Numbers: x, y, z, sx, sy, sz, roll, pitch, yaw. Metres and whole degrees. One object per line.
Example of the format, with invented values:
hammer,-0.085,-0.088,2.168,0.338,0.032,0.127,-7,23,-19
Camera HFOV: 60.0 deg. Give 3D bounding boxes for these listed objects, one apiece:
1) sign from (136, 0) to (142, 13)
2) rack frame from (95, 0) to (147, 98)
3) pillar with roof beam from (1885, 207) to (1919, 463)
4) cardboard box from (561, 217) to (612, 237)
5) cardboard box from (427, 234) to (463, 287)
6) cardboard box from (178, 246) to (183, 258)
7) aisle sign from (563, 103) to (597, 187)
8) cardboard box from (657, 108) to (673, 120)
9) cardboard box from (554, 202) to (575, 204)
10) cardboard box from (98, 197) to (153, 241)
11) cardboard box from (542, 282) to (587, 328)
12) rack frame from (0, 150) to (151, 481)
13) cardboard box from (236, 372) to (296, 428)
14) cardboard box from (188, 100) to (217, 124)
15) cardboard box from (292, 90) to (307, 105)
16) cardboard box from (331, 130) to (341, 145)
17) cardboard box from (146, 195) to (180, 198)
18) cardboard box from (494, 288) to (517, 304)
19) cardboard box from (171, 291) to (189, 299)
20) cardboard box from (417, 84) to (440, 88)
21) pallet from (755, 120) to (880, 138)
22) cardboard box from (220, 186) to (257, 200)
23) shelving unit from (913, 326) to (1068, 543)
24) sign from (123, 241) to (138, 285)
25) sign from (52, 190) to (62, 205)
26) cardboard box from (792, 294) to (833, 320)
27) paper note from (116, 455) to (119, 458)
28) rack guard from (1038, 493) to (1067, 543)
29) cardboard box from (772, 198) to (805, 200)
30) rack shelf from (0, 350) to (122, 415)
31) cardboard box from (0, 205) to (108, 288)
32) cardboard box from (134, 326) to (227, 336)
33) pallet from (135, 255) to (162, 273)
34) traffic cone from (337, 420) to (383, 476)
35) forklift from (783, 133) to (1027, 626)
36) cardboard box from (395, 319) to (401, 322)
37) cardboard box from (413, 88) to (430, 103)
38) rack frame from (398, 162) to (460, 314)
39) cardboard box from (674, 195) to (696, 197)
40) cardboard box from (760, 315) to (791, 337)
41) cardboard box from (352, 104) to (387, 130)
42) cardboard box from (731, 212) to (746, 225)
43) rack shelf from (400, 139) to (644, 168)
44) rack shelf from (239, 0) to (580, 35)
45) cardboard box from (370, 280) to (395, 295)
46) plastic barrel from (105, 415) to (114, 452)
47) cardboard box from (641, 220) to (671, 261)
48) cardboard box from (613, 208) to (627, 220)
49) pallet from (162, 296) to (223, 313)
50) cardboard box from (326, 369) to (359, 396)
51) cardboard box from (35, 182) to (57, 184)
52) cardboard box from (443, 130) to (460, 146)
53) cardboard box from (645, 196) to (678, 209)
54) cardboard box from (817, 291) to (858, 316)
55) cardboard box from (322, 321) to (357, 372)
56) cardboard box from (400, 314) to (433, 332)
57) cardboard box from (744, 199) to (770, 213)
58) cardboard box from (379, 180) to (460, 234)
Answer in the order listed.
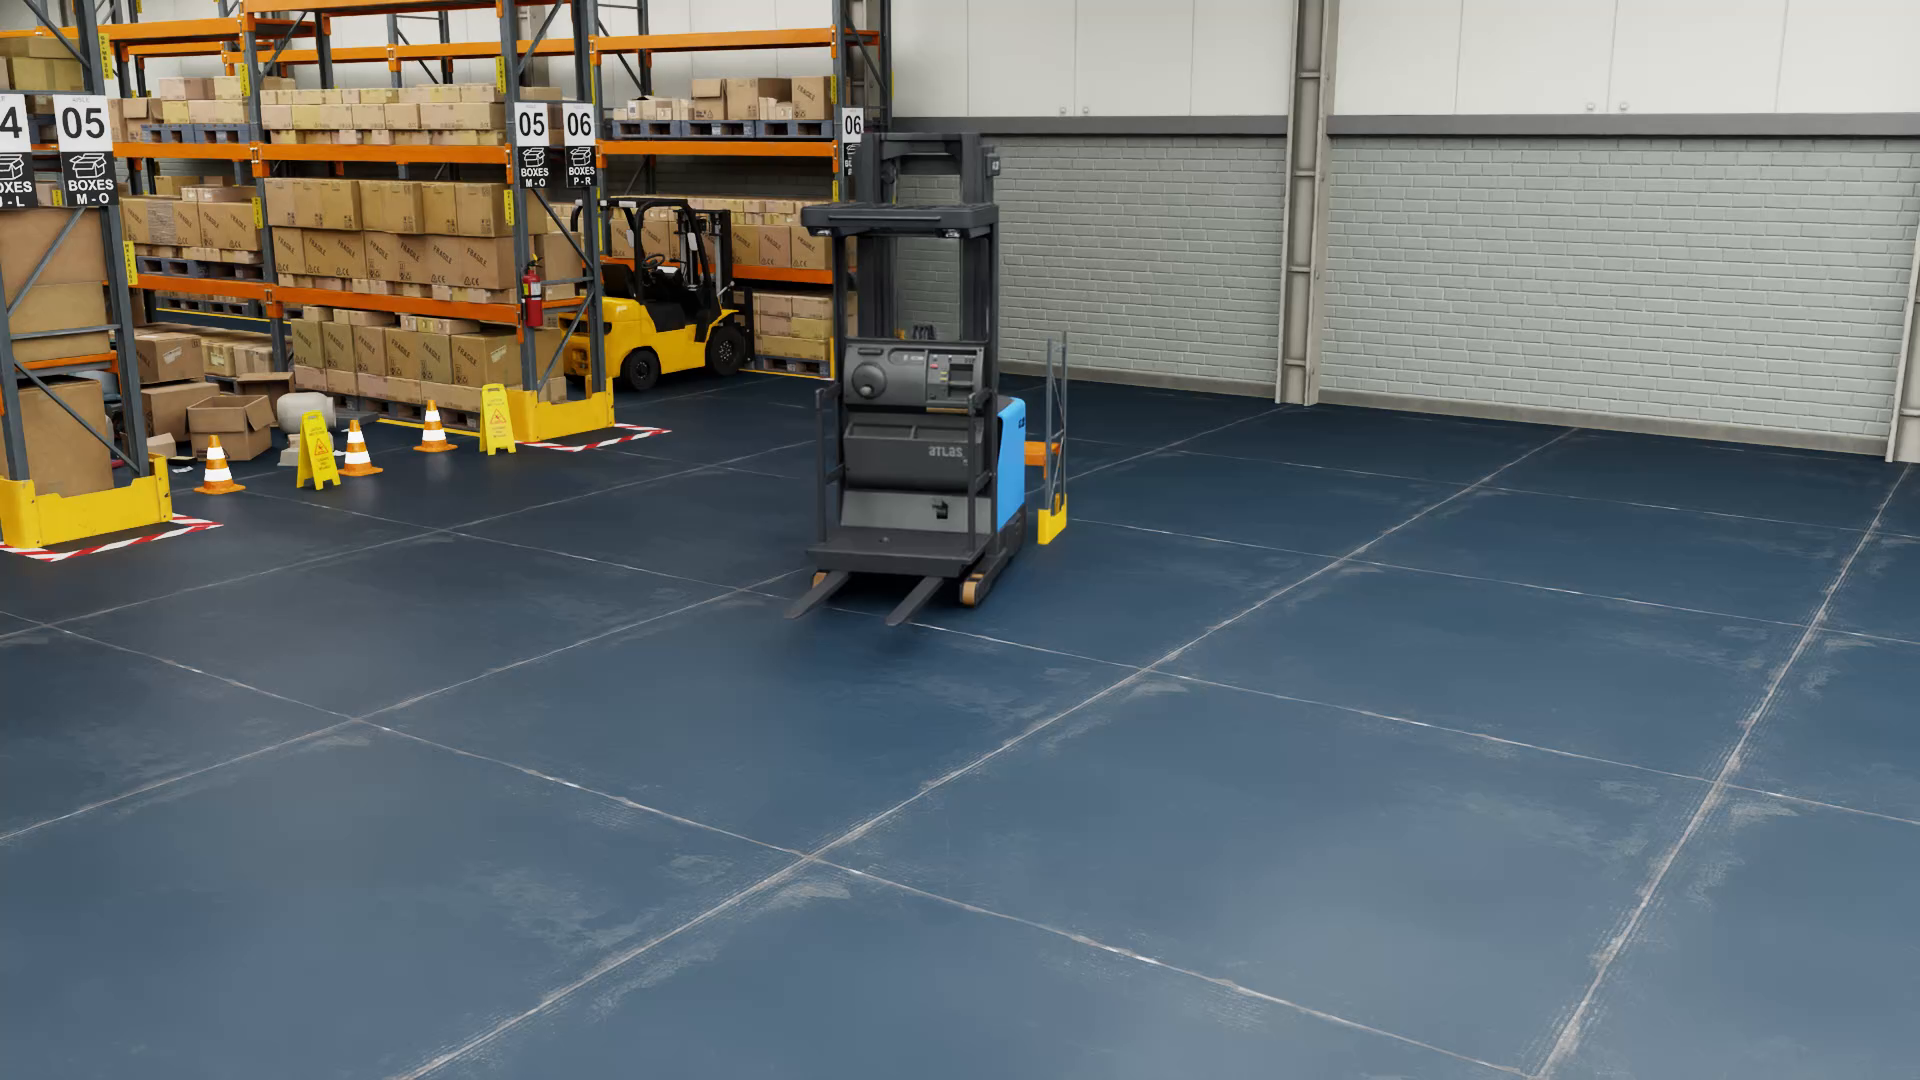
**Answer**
sign,-14.105,-9.214,28.543,0.005,0.325,0.100,9,17,33
rack frame,-14.432,-8.576,28.238,0.127,3.000,1.000,9,17,33
pillar with roof beam,6.324,-4.235,10.705,0.400,9.000,9.100,9,17,33
cardboard box,-5.025,-4.239,22.476,0.500,0.250,0.500,9,16,32
cardboard box,-4.940,-2.806,16.590,0.500,0.500,0.500,9,17,33
cardboard box,-8.823,-3.355,19.284,0.250,0.149,0.380,9,16,31
aisle sign,-3.698,-3.843,16.195,0.004,0.787,0.394,9,17,33
cardboard box,-3.634,-5.417,21.161,0.250,0.149,0.380,10,17,34
cardboard box,-5.463,-4.656,23.332,0.250,0.149,0.380,9,17,33
cardboard box,-9.880,-3.822,19.820,0.500,0.500,0.500,10,17,36
cardboard box,-5.554,-3.279,23.393,0.625,0.625,0.875,9,17,32
rack frame,-6.602,-1.527,12.249,0.127,3.000,1.000,9,17,33
cardboard box,-7.112,-1.437,17.082,0.500,0.500,0.500,-4,14,-16
cardboard box,-8.224,-4.769,18.543,0.500,0.250,0.500,9,17,33
cardboard box,-6.717,-4.612,17.331,0.250,0.149,0.380,9,16,31
cardboard box,-6.266,-4.170,17.208,0.250,0.149,0.380,9,16,31
cardboard box,-9.593,-3.924,20.233,0.500,0.500,0.500,9,16,32
cardboard box,-4.352,-2.413,16.352,0.250,0.149,0.380,10,17,35
cardboard box,-12.907,-4.340,27.940,0.500,0.500,0.500,10,17,34
cardboard box,-7.329,-6.202,23.601,0.500,0.500,0.500,9,17,33
pallet,-1.728,-5.031,20.345,1.213,0.211,1.003,9,17,33
cardboard box,-8.394,-4.034,19.327,0.250,0.149,0.380,10,17,36
shelving unit,0.218,-0.807,12.463,1.083,1.500,0.587,4,15,17
sign,-6.287,-2.096,12.580,0.005,0.325,0.100,9,17,33
sign,-10.868,-4.051,20.037,0.005,0.325,0.100,9,17,33
cardboard box,-1.712,-2.872,20.449,0.500,0.250,0.500,10,17,35
paper note,-7.772,-0.801,15.512,0.172,0.023,0.155,-10,17,-35
rack guard,0.694,-0.165,12.471,0.087,0.250,0.587,4,15,17
cardboard box,-2.170,-4.254,21.089,0.250,0.149,0.380,10,17,35
rack shelf,-8.261,-1.446,13.419,4.000,0.370,1.077,9,17,33
cardboard box,-6.888,-2.181,12.334,0.550,0.550,0.875,9,17,33
cardboard box,-9.481,-2.354,20.183,0.625,0.372,0.950,9,16,32
pallet,-9.910,-3.433,20.348,1.003,0.211,1.213,9,17,33
traffic cone,-5.337,-0.830,14.712,0.334,0.463,0.336,9,17,33
forklift,-0.348,-1.096,10.649,1.130,2.935,3.031,3,14,13
cardboard box,-5.754,-2.135,17.994,0.500,0.500,0.500,10,17,36
cardboard box,-5.163,-4.387,16.422,0.250,0.149,0.380,9,17,33
rack frame,-7.794,-4.591,24.625,0.127,3.000,1.000,9,17,33
cardboard box,-3.629,-4.505,22.101,0.250,0.149,0.380,9,17,32
cardboard box,-2.144,-2.702,20.803,0.500,0.250,0.500,9,17,32
cardboard box,-5.768,-4.274,16.796,0.500,0.250,0.500,9,17,33
cardboard box,-2.678,-4.039,20.839,0.250,0.149,0.380,9,17,33
rack shelf,-6.134,-5.429,23.268,4.000,0.370,1.077,9,17,33
rack shelf,-5.582,-5.357,16.741,4.000,0.370,1.077,9,17,33
cardboard box,-5.879,-2.634,17.245,0.250,0.149,0.380,9,17,33
plastic barrel,-8.123,-0.967,15.347,0.512,0.421,0.421,-4,14,-16
cardboard box,-3.811,-3.925,21.727,0.500,0.500,0.500,10,17,34
cardboard box,-4.357,-4.322,21.984,0.250,0.149,0.380,9,16,32
pallet,-12.699,-4.029,28.160,1.213,0.211,1.003,9,17,33
cardboard box,-6.454,-1.731,17.921,0.500,0.250,0.500,10,17,36
cardboard box,-11.566,-4.219,20.834,0.500,0.500,0.500,10,17,34
cardboard box,-4.801,-3.923,16.209,0.250,0.149,0.380,10,17,34
cardboard box,-3.892,-4.411,21.721,0.250,0.149,0.380,9,16,32
cardboard box,-1.449,-2.974,20.864,0.500,0.250,0.500,9,16,32
cardboard box,-6.452,-2.095,17.830,0.500,0.500,0.500,10,17,35
cardboard box,-5.500,-2.237,17.055,0.250,0.149,0.380,10,17,35
cardboard box,-2.468,-4.149,20.665,0.250,0.149,0.380,10,17,34
cardboard box,-5.365,-3.348,16.698,0.500,0.500,0.700,9,16,32
